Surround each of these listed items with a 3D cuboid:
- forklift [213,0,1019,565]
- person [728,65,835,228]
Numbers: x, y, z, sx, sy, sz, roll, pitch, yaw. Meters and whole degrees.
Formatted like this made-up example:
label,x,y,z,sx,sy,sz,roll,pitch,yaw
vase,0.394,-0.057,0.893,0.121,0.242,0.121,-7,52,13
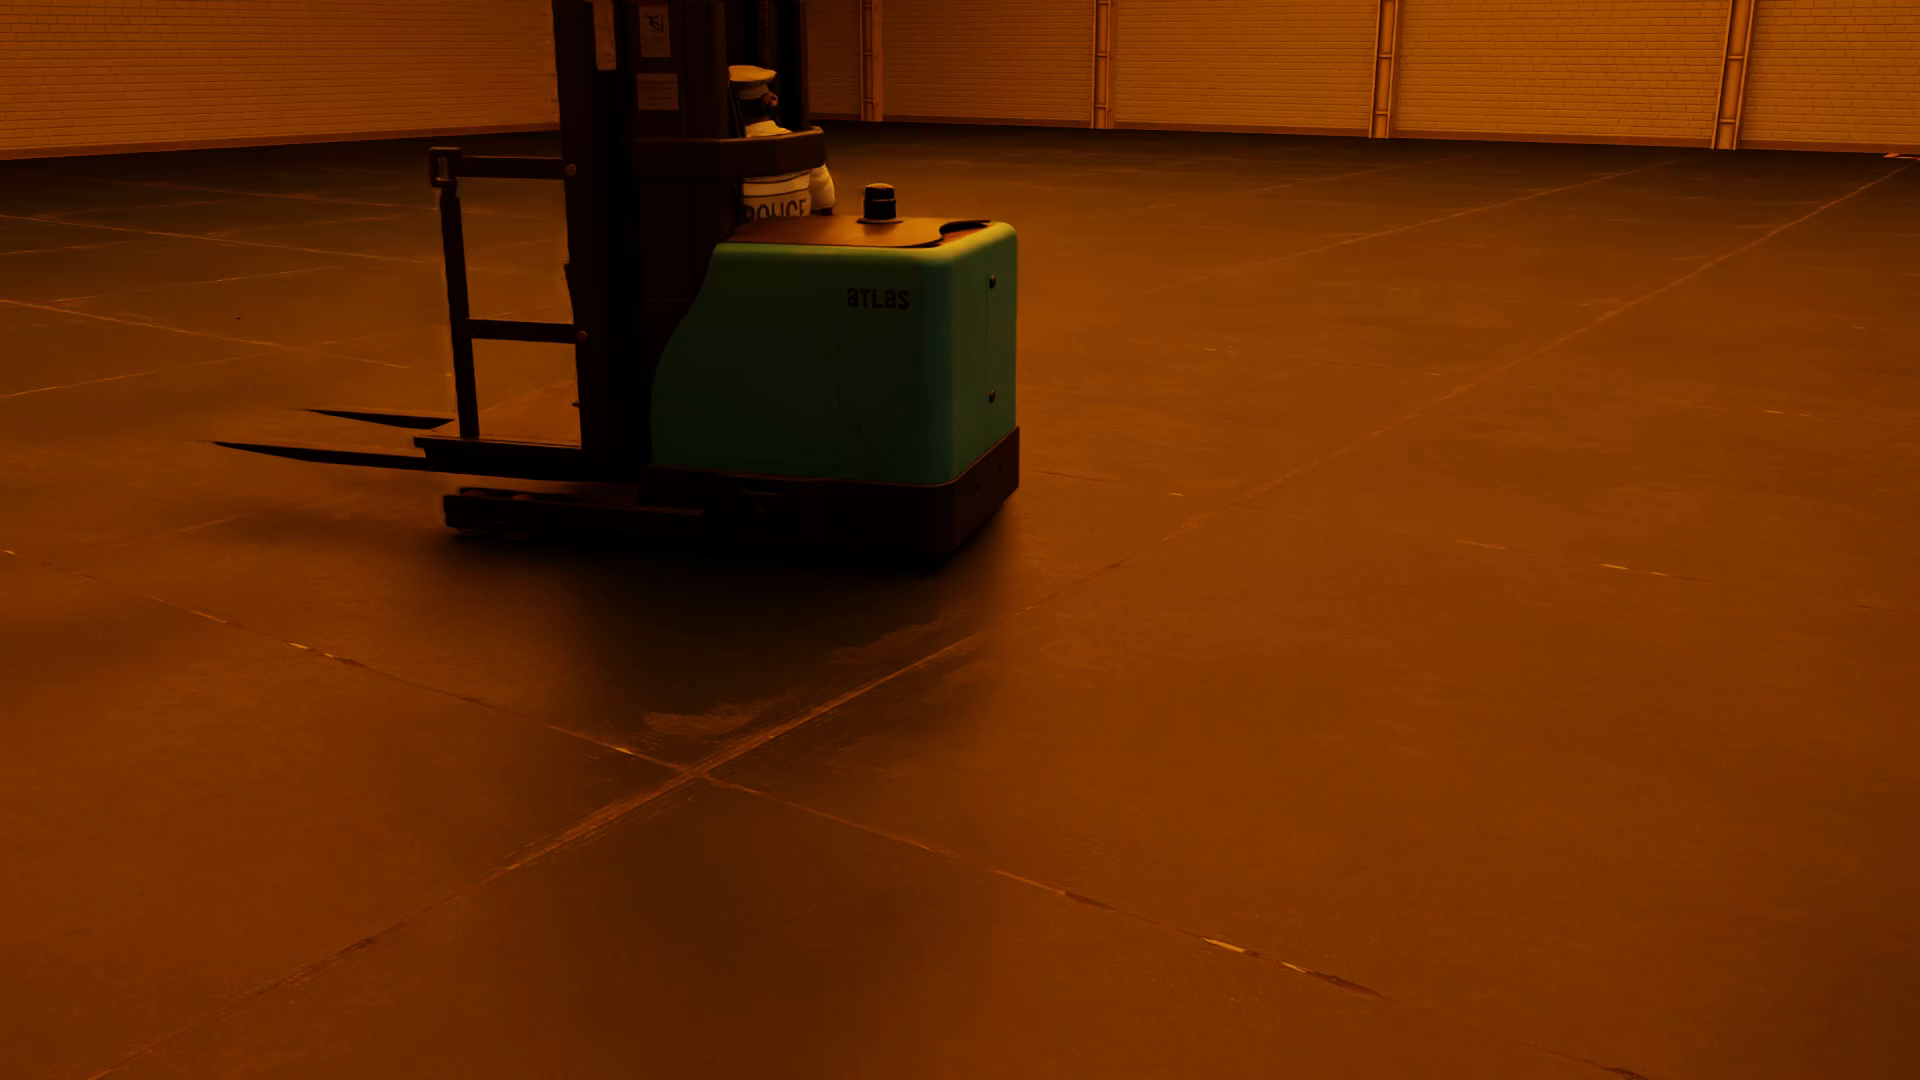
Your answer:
label,x,y,z,sx,sy,sz,roll,pitch,yaw
forklift,-1.350,-1.541,5.985,3.031,2.935,1.130,5,17,16
person,-0.772,-1.002,6.232,0.731,1.500,0.720,-11,20,-32
